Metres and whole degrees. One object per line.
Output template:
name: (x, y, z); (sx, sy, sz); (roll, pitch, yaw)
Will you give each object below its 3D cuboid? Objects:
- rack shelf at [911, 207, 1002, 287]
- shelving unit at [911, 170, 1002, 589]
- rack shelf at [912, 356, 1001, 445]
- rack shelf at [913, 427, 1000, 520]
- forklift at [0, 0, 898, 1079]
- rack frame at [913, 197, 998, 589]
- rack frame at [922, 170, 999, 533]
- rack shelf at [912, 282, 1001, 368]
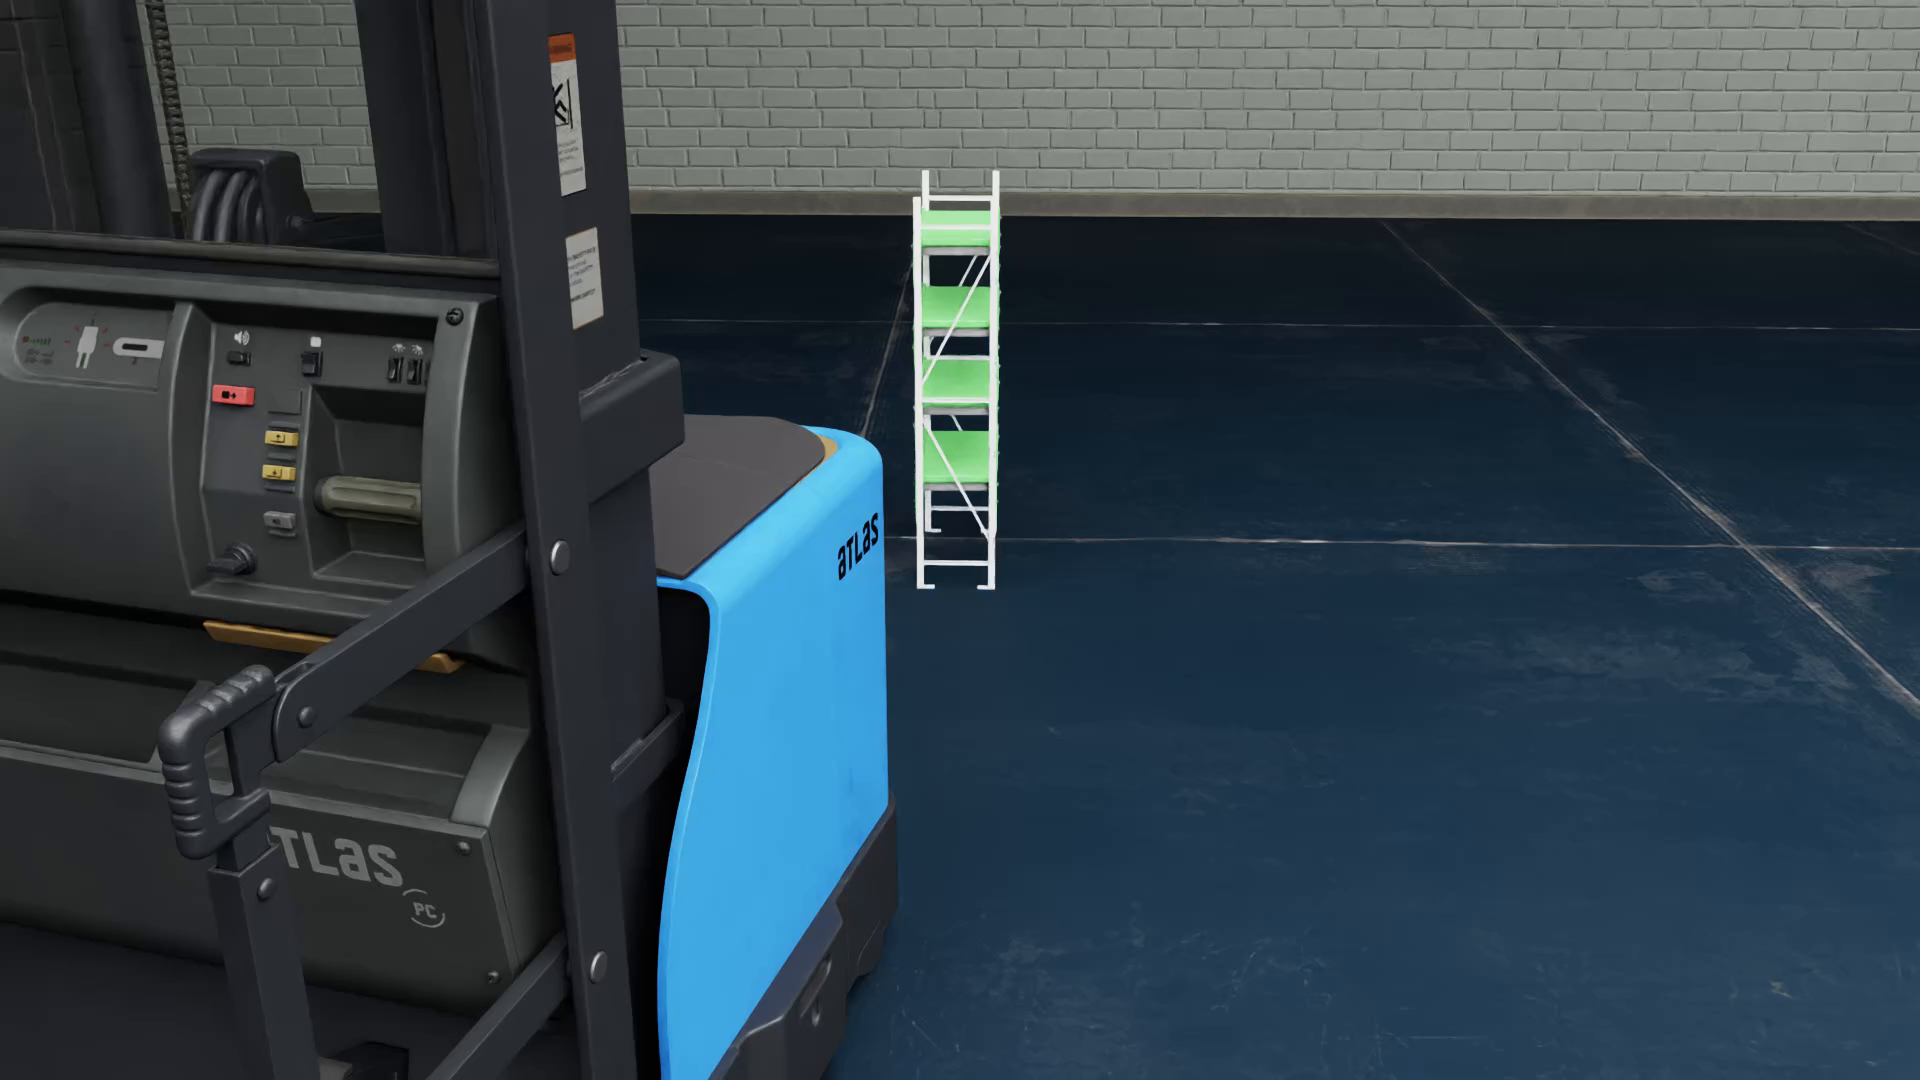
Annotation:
rack shelf: (-0.005, -0.887, 5.007); (0.258, 0.148, 0.480); (1, 21, 2)
shelving unit: (-0.005, -0.500, 5.158); (0.258, 1.200, 0.503); (1, 21, 2)
rack shelf: (-0.005, -0.440, 5.181); (0.258, 0.148, 0.480); (1, 21, 2)
rack shelf: (-0.005, -0.216, 5.268); (0.258, 0.148, 0.480); (1, 21, 2)
forklift: (-1.037, -0.108, 1.755); (1.130, 2.935, 3.031); (6, 22, 15)
rack frame: (-0.012, -0.411, 4.930); (0.240, 1.200, 0.015); (1, 21, 2)
rack frame: (0.002, -0.588, 5.385); (0.240, 1.200, 0.015); (1, 21, 2)
rack shelf: (-0.005, -0.664, 5.094); (0.258, 0.148, 0.480); (1, 21, 2)
